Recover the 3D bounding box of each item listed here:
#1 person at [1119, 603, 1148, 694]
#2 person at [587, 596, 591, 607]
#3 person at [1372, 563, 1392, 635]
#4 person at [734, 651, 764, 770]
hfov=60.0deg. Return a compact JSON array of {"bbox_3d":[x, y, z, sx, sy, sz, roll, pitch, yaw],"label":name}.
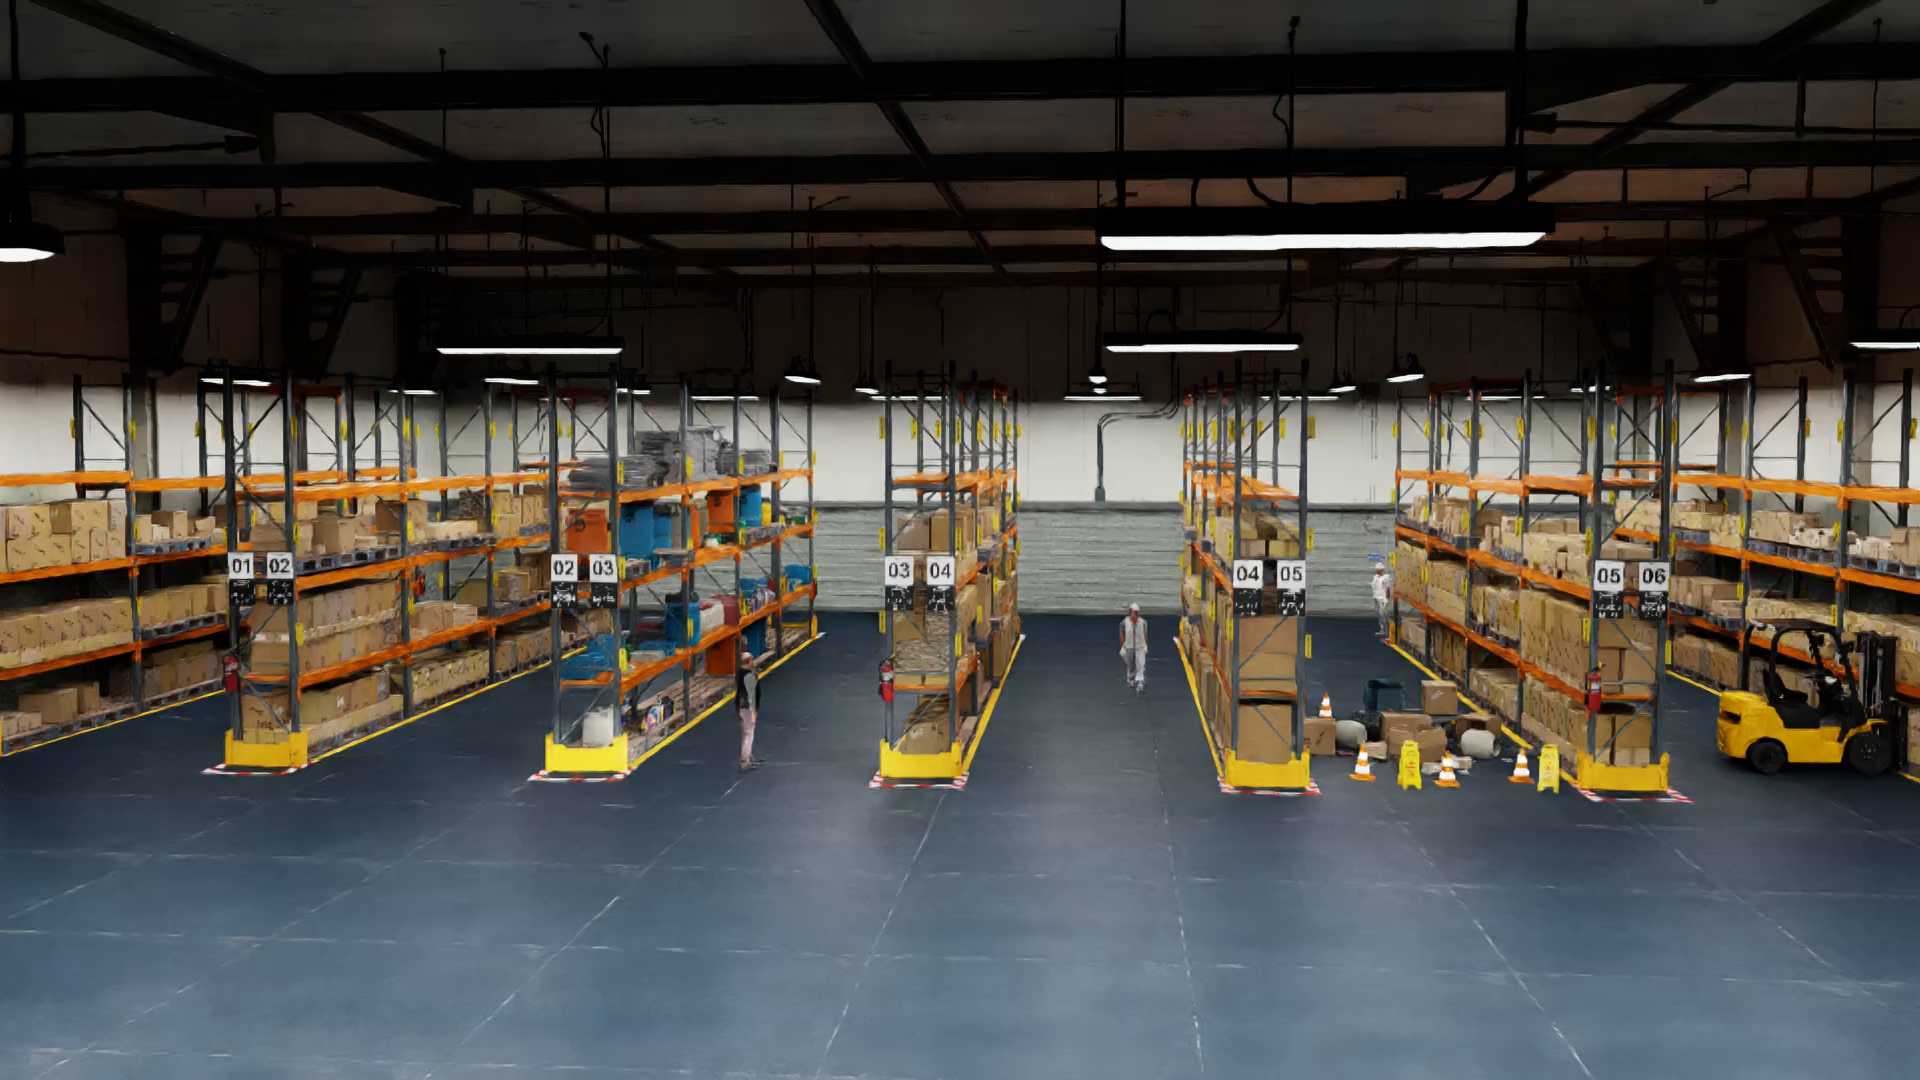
[{"bbox_3d":[3.318,2.046,31.741,0.553,1.709,1.123,0,4,7],"label":"person"},{"bbox_3d":[-9.961,1.262,45.148,0.445,1.537,0.880,-1,4,-18],"label":"person"},{"bbox_3d":[10.330,1.442,40.476,0.473,1.777,0.709,-2,4,-23],"label":"person"},{"bbox_3d":[-3.106,2.603,24.652,0.451,1.531,0.584,-2,4,-23],"label":"person"}]
